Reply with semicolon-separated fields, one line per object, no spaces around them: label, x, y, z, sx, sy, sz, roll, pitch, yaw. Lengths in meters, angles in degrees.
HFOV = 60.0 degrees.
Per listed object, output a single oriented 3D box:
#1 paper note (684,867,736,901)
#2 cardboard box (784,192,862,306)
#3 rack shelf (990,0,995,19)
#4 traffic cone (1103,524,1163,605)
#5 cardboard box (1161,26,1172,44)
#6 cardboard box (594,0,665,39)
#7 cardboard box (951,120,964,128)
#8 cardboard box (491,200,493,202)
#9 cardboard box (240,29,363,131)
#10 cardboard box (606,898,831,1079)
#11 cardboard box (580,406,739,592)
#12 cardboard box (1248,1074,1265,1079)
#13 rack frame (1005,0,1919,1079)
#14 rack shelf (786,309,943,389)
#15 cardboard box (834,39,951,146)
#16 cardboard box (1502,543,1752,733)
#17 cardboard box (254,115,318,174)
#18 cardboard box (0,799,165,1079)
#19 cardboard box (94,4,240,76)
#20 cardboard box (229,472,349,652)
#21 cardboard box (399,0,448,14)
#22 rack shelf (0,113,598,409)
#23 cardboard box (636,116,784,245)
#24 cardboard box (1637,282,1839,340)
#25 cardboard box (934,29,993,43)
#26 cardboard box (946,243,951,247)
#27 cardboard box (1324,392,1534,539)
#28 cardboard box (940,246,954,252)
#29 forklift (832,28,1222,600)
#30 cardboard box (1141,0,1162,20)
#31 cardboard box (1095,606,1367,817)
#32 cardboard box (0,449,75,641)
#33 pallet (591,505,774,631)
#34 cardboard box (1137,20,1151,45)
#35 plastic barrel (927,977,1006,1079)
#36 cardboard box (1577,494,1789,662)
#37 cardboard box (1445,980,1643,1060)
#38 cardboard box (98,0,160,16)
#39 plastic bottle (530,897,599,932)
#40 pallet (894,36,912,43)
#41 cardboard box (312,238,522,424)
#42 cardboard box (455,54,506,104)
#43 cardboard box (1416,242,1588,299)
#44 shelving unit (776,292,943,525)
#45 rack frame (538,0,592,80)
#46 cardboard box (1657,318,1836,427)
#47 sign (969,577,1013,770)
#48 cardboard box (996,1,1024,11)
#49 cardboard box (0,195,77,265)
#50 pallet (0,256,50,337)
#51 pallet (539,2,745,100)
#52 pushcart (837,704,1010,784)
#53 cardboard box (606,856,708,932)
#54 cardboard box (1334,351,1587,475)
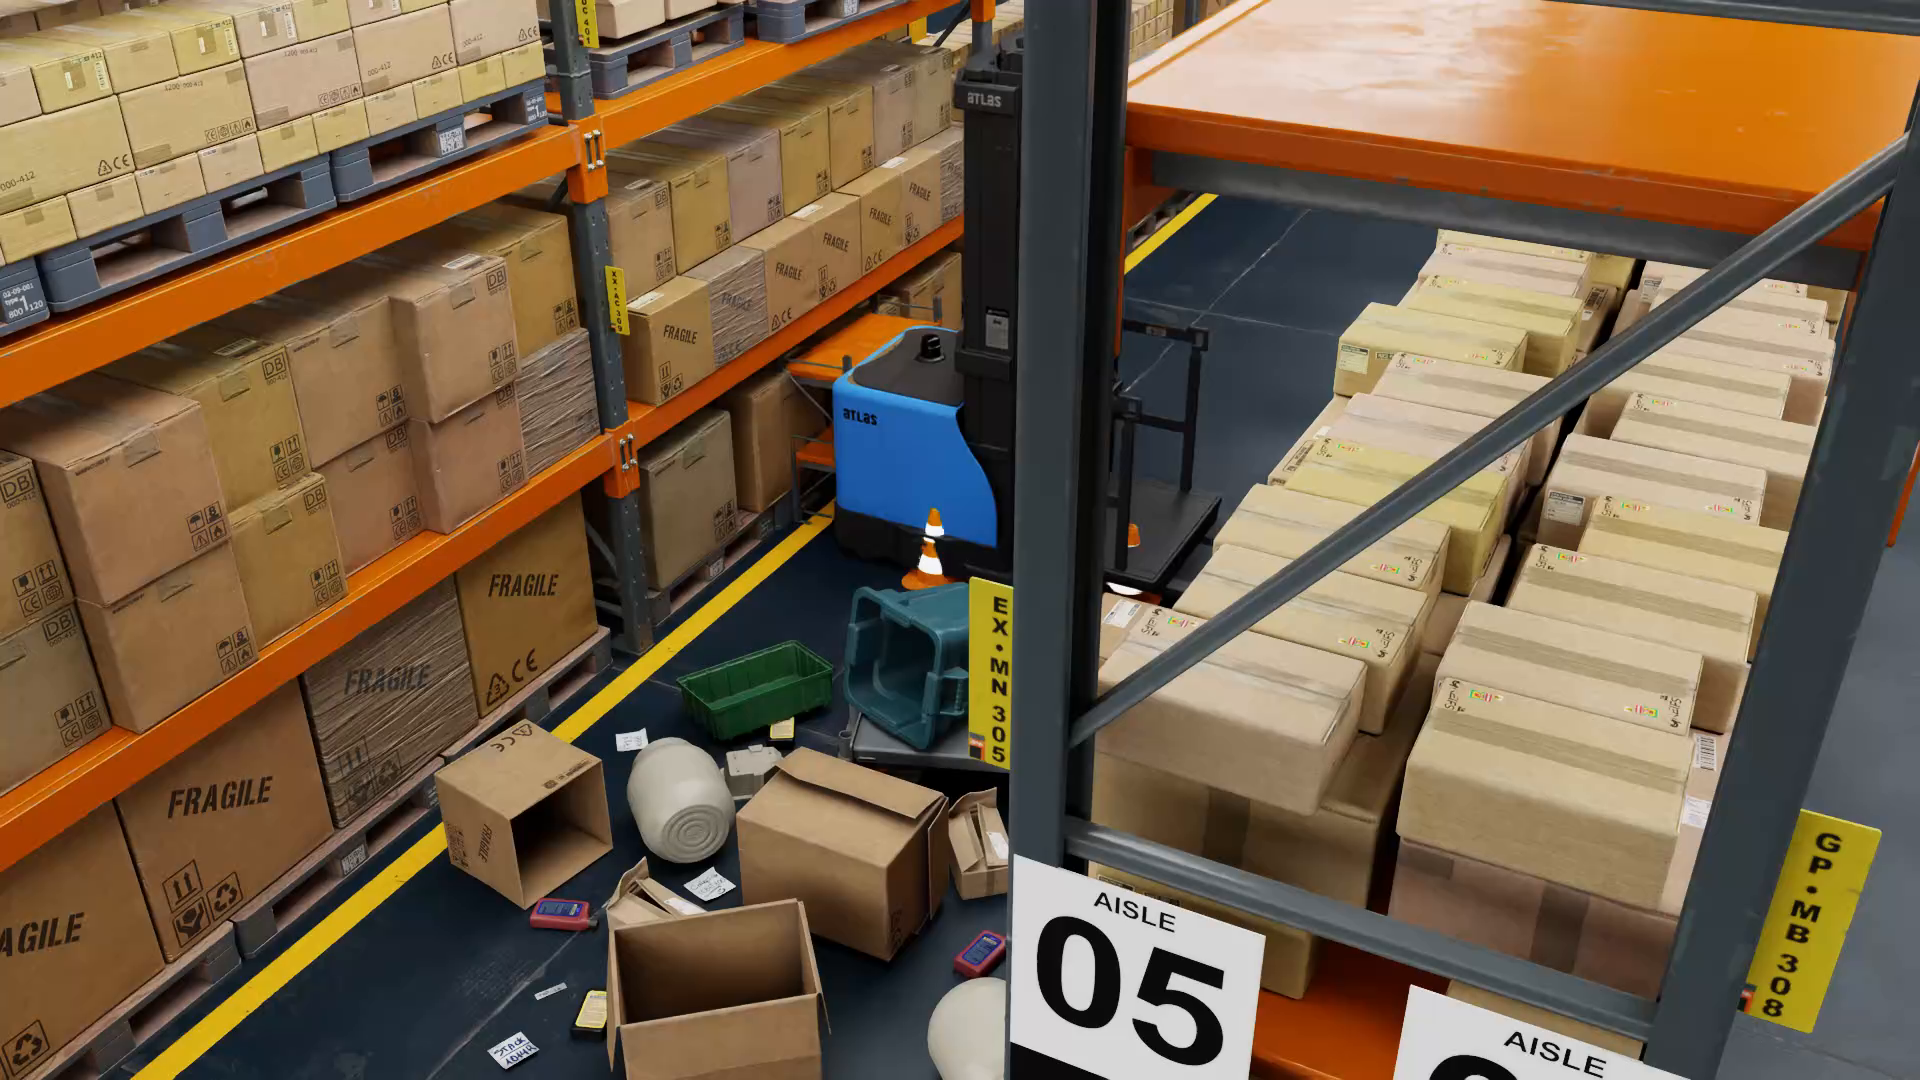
paper note;-1.076;1.482;7.147;0.155;0.023;0.172;-25;38;-36
cardboard box;-0.916;-1.712;9.618;0.500;0.500;0.500;15;33;24
rack shelf;0.647;-4.475;12.241;1.077;0.370;4.000;14;33;23
traffic cone;0.927;0.129;9.060;0.336;0.463;0.334;14;33;23
cardboard box;1.553;-4.225;13.926;0.380;0.149;0.250;14;33;22
cardboard box;-1.589;-2.505;7.701;0.258;0.266;0.396;14;33;22
cardboard box;0.119;-2.825;11.488;0.380;0.149;0.250;14;33;23
cardboard box;-4.301;-3.331;14.251;1.225;0.875;0.875;13;32;21
cardboard box;-2.542;-1.695;6.007;0.500;0.250;0.500;14;33;23
cardboard box;-0.910;1.755;6.189;0.797;0.503;0.637;-7;31;-11
cardboard box;-1.884;-0.328;9.147;1.050;0.750;0.750;14;33;23
cardboard box;0.582;1.143;3.344;0.700;0.500;0.500;13;33;22
rack frame;0.544;-0.576;1.717;1.000;3.000;0.127;14;33;23
rack shelf;-0.569;-1.044;9.843;0.538;0.278;1.000;12;32;27
cardboard box;-0.478;-2.880;10.648;0.700;0.500;0.500;14;33;23
cardboard box;1.248;0.277;3.095;0.500;0.250;0.500;14;33;23
cardboard box;-2.546;-1.444;5.971;0.380;0.149;0.250;14;33;23
cardboard box;-3.658;1.371;6.063;0.875;0.875;0.875;14;33;24
cardboard box;-2.661;-1.682;5.583;0.380;0.149;0.250;15;33;24
cardboard box;-2.977;-0.006;6.597;0.875;0.550;0.500;14;33;23
cardboard box;-2.199;-2.132;6.367;0.380;0.149;0.250;14;33;23
rack shelf;-2.997;-0.928;6.065;1.077;0.370;4.000;14;33;23
cardboard box;-1.402;-1.977;9.076;0.700;0.500;0.500;15;33;24
cardboard box;2.175;-0.632;4.678;0.500;0.250;0.500;14;33;22
cardboard box;0.020;-3.704;12.420;0.380;0.149;0.250;14;33;23
cardboard box;-0.186;-2.385;12.227;0.500;0.250;0.500;13;33;22
cardboard box;0.966;-0.160;3.456;0.380;0.149;0.250;14;33;23
cardboard box;-0.197;-2.049;12.394;0.500;0.500;0.500;14;33;23
forklift;0.832;-1.085;8.697;3.031;2.935;1.130;14;33;23
cardboard box;1.427;-4.362;13.568;0.380;0.149;0.250;13;32;22
cardboard box;0.435;0.271;2.706;0.380;0.149;0.250;15;33;24
cardboard box;-3.537;-0.007;5.515;0.875;0.550;0.550;14;33;23
pallet;-1.802;0.024;9.497;1.003;0.211;1.213;14;33;23
cardboard box;1.318;-4.127;13.457;0.380;0.149;0.250;16;33;25
plastic barrel;0.137;1.883;6.045;0.421;0.421;0.512;-12;32;-20
cardboard box;1.338;0.070;3.056;0.380;0.149;0.250;14;33;23
cardboard box;0.984;0.760;2.655;0.380;0.149;0.250;14;33;23
cardboard box;-3.133;-1.941;6.034;0.380;0.149;0.250;14;33;23
plastic bottle;-1.640;1.569;6.956;0.283;0.061;0.133;4;30;6
pallet;-1.284;-5.734;19.524;1.003;0.211;1.213;14;33;23
cardboard box;-2.432;-0.934;7.129;0.875;0.550;0.550;14;33;23
cardboard box;-2.082;-1.898;6.761;0.380;0.149;0.250;15;33;24
cardboard box;1.388;-0.630;4.275;0.380;0.149;0.250;14;33;23
shelving unit;-0.553;-0.786;9.980;0.538;1.125;1.048;12;32;27
rack frame;-2.086;-3.428;6.683;1.000;3.000;0.127;14;33;23
cardboard box;1.795;-0.387;3.851;0.380;0.149;0.250;15;33;24
sign;0.059;0.206;2.479;0.100;0.325;0.005;14;33;23
cardboard box;0.496;-4.172;13.236;0.380;0.149;0.250;14;33;23
cardboard box;-3.007;-0.997;5.193;0.380;0.149;0.250;14;33;23
pallet;-3.580;-0.647;4.941;1.003;0.211;1.213;14;33;23
pallet;-1.713;-2.462;8.205;0.805;0.209;1.217;13;32;21
pushcart;0.314;0.894;7.814;1.648;0.377;0.936;4;30;6
cardboard box;-1.230;1.539;6.803;0.396;0.266;0.258;21;36;32
cardboard box;1.228;-0.306;4.110;0.500;0.250;0.500;15;33;24
